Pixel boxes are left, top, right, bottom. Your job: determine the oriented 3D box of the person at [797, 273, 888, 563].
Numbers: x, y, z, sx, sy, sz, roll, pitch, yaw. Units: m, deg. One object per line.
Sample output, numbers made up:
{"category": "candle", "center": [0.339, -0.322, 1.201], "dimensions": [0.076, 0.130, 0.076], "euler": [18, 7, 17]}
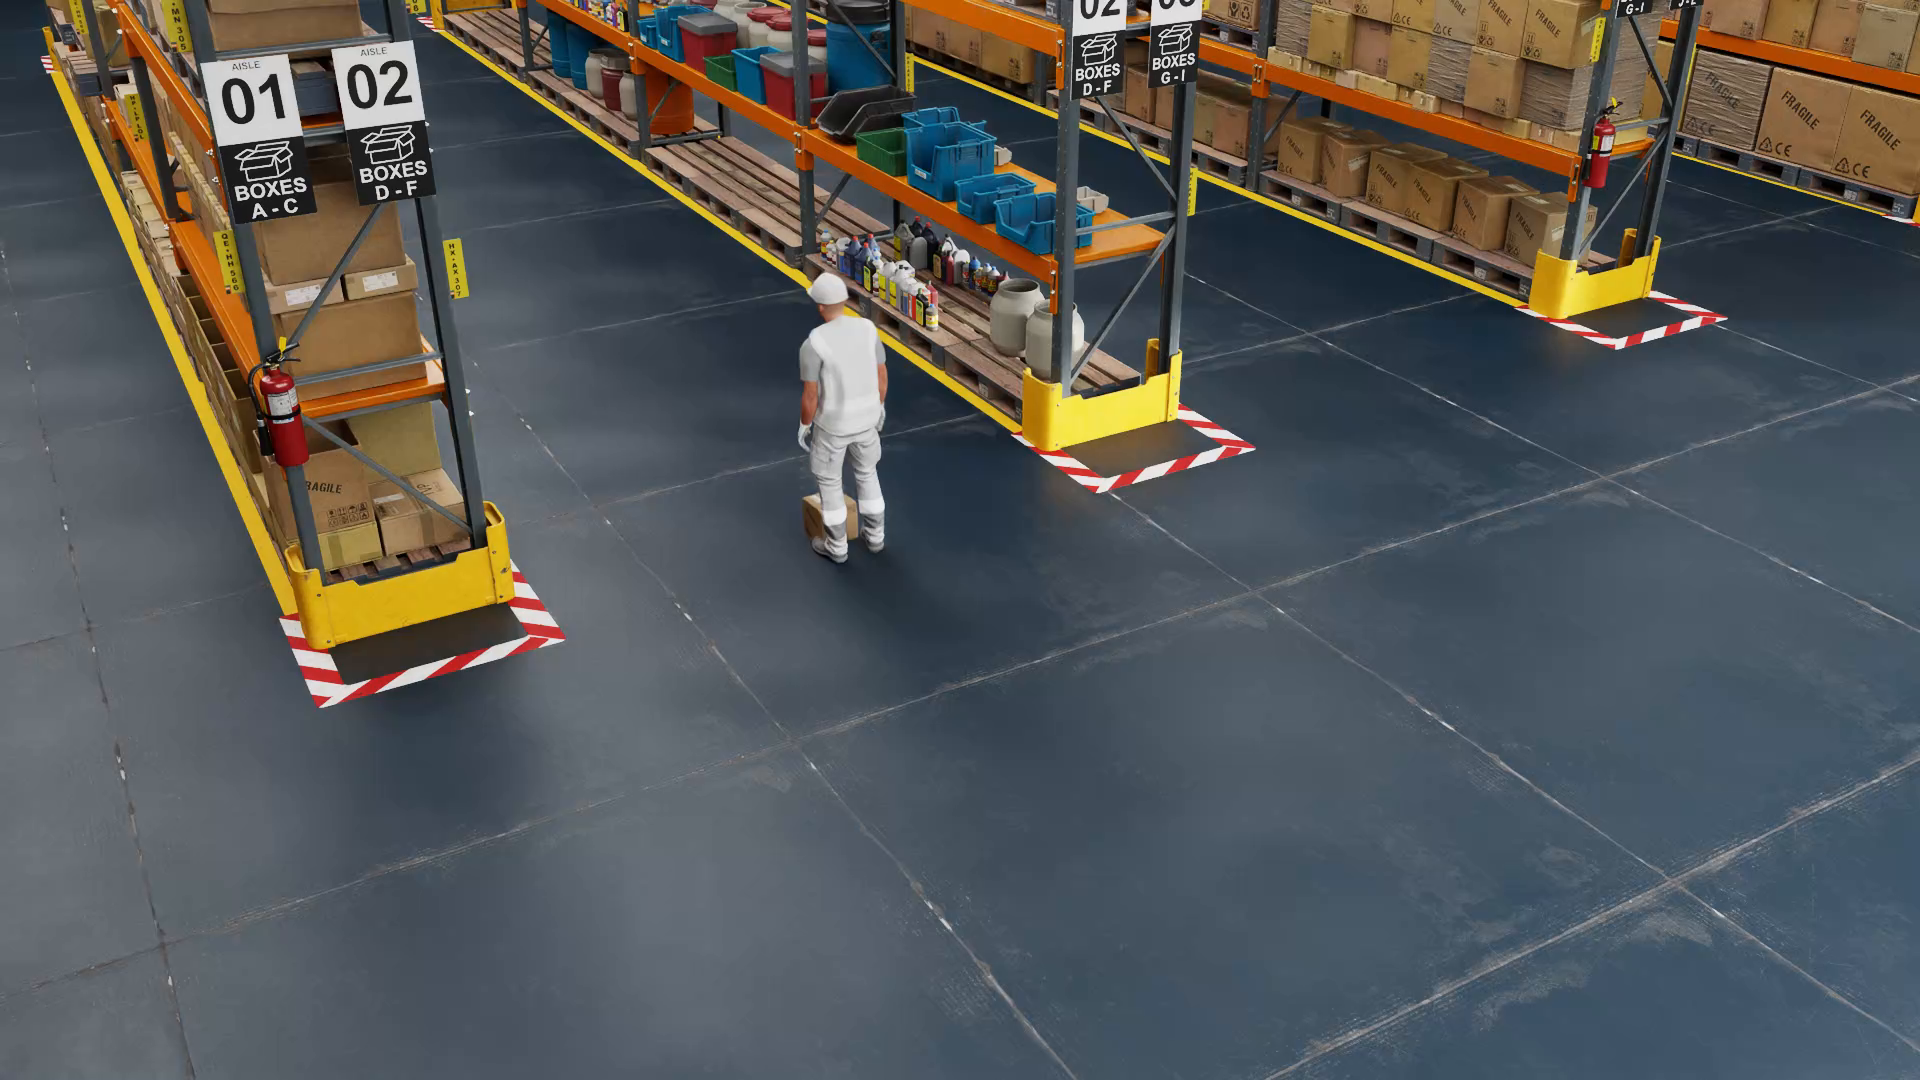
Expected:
{"category": "person", "center": [-0.696, -0.714, 9.854], "dimensions": [0.597, 1.778, 0.450], "euler": [-17, 33, -28]}
